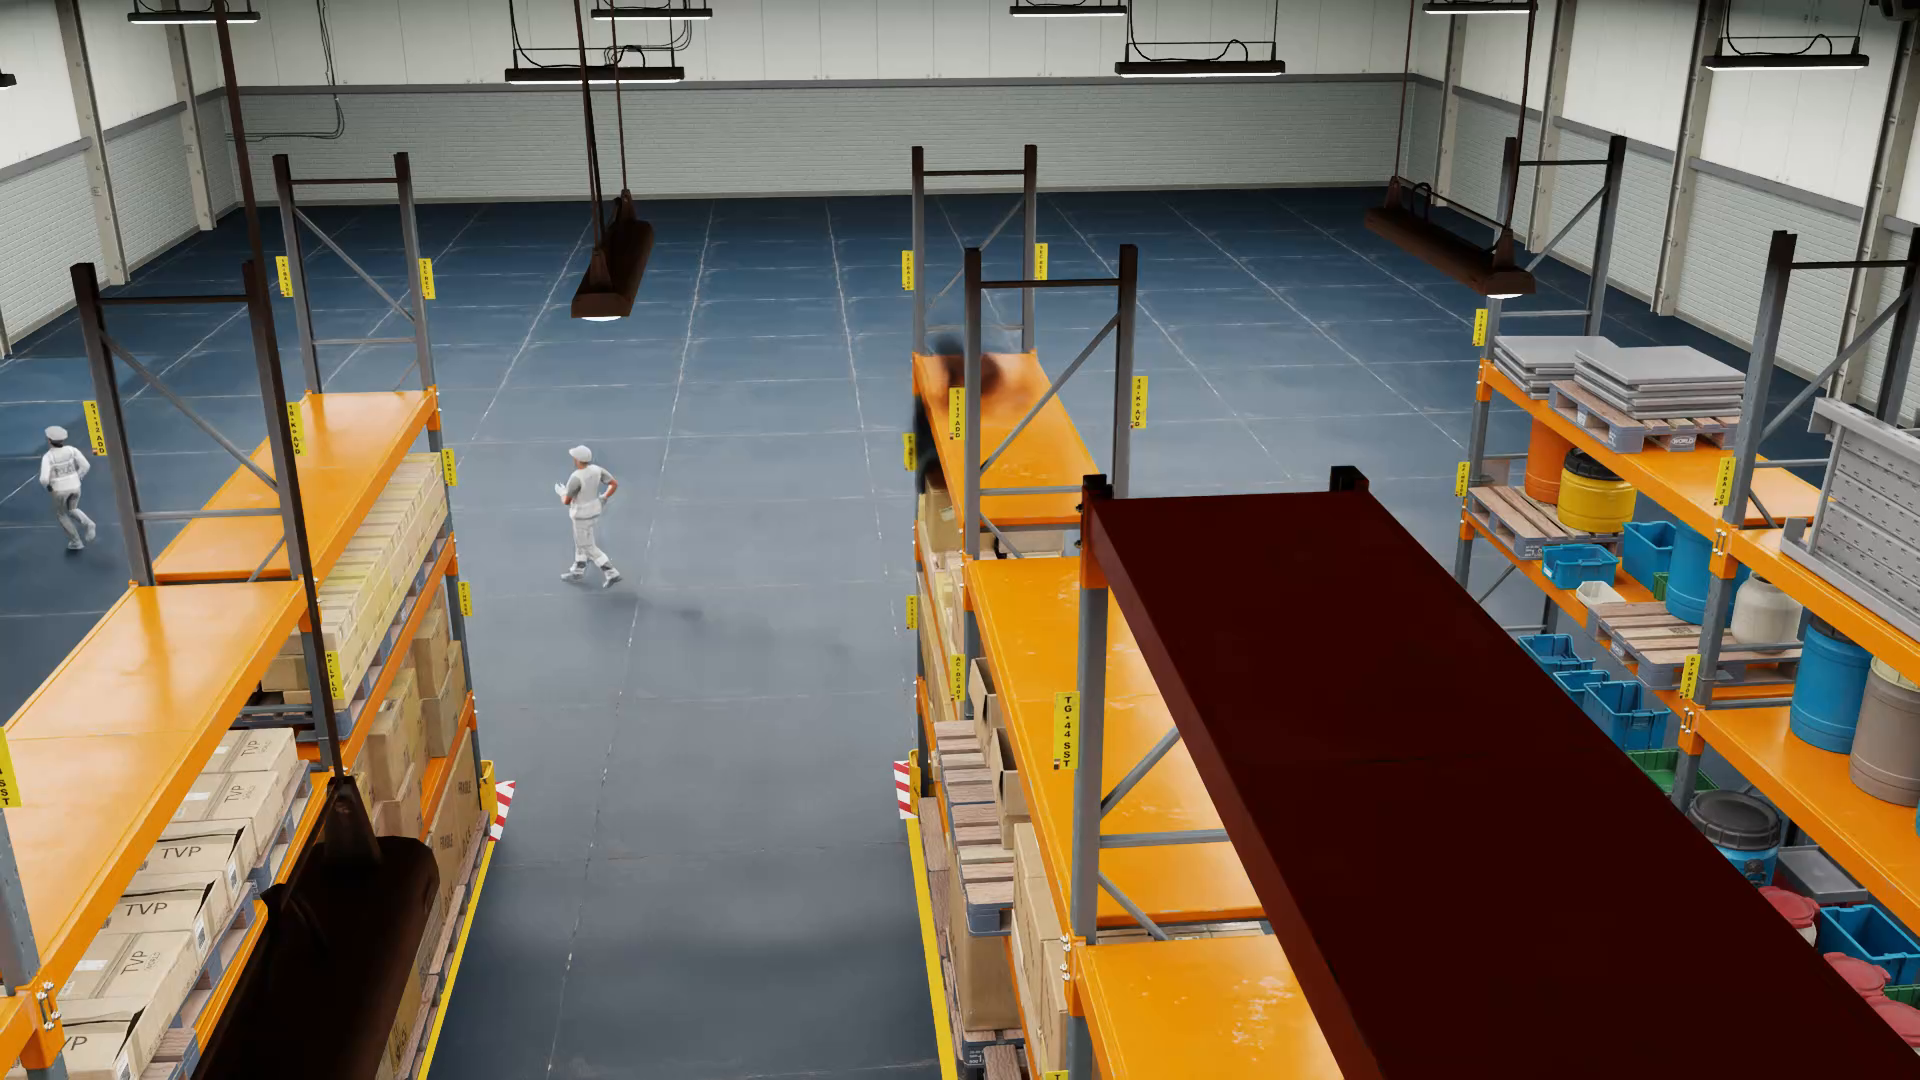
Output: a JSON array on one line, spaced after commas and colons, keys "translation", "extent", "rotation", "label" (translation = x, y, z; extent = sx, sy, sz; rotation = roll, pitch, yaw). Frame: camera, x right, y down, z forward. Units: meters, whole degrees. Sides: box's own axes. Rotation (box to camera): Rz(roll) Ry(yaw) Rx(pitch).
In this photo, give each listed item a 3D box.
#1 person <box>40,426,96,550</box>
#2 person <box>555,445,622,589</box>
[{"translation": [-11.304, -0.641, 21.042], "extent": [0.555, 1.657, 0.615], "rotation": [15, 26, 33], "label": "person"}, {"translation": [-4.461, -0.281, 19.840], "extent": [0.991, 1.781, 0.659], "rotation": [9, 23, 22], "label": "person"}]
